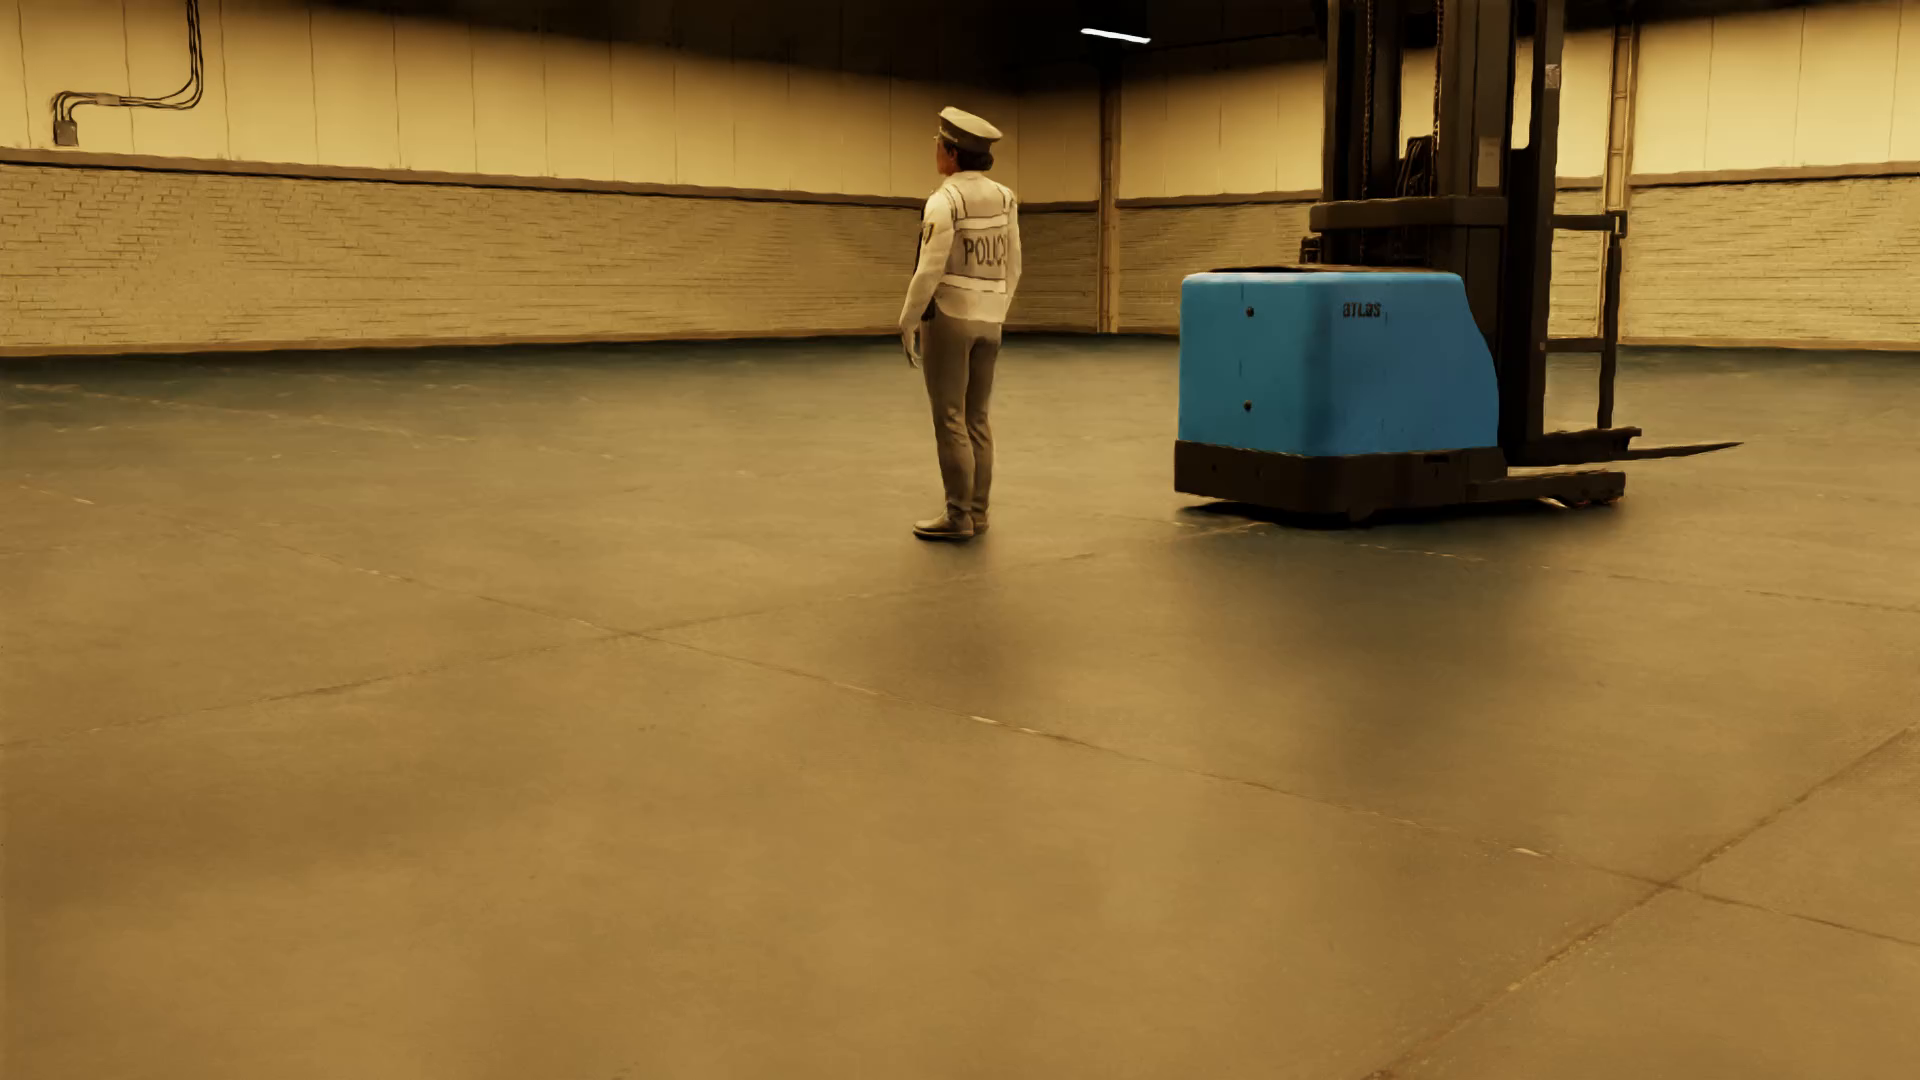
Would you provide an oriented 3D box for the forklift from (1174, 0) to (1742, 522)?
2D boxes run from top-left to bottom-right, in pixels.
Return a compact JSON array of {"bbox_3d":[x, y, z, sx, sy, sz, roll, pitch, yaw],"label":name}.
[{"bbox_3d":[2.539,-1.661,7.905,3.031,2.935,1.130,-5,10,-29],"label":"forklift"}]

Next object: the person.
[{"bbox_3d":[-0.044,-0.853,6.641,0.532,1.695,0.586,8,12,43],"label":"person"}]
